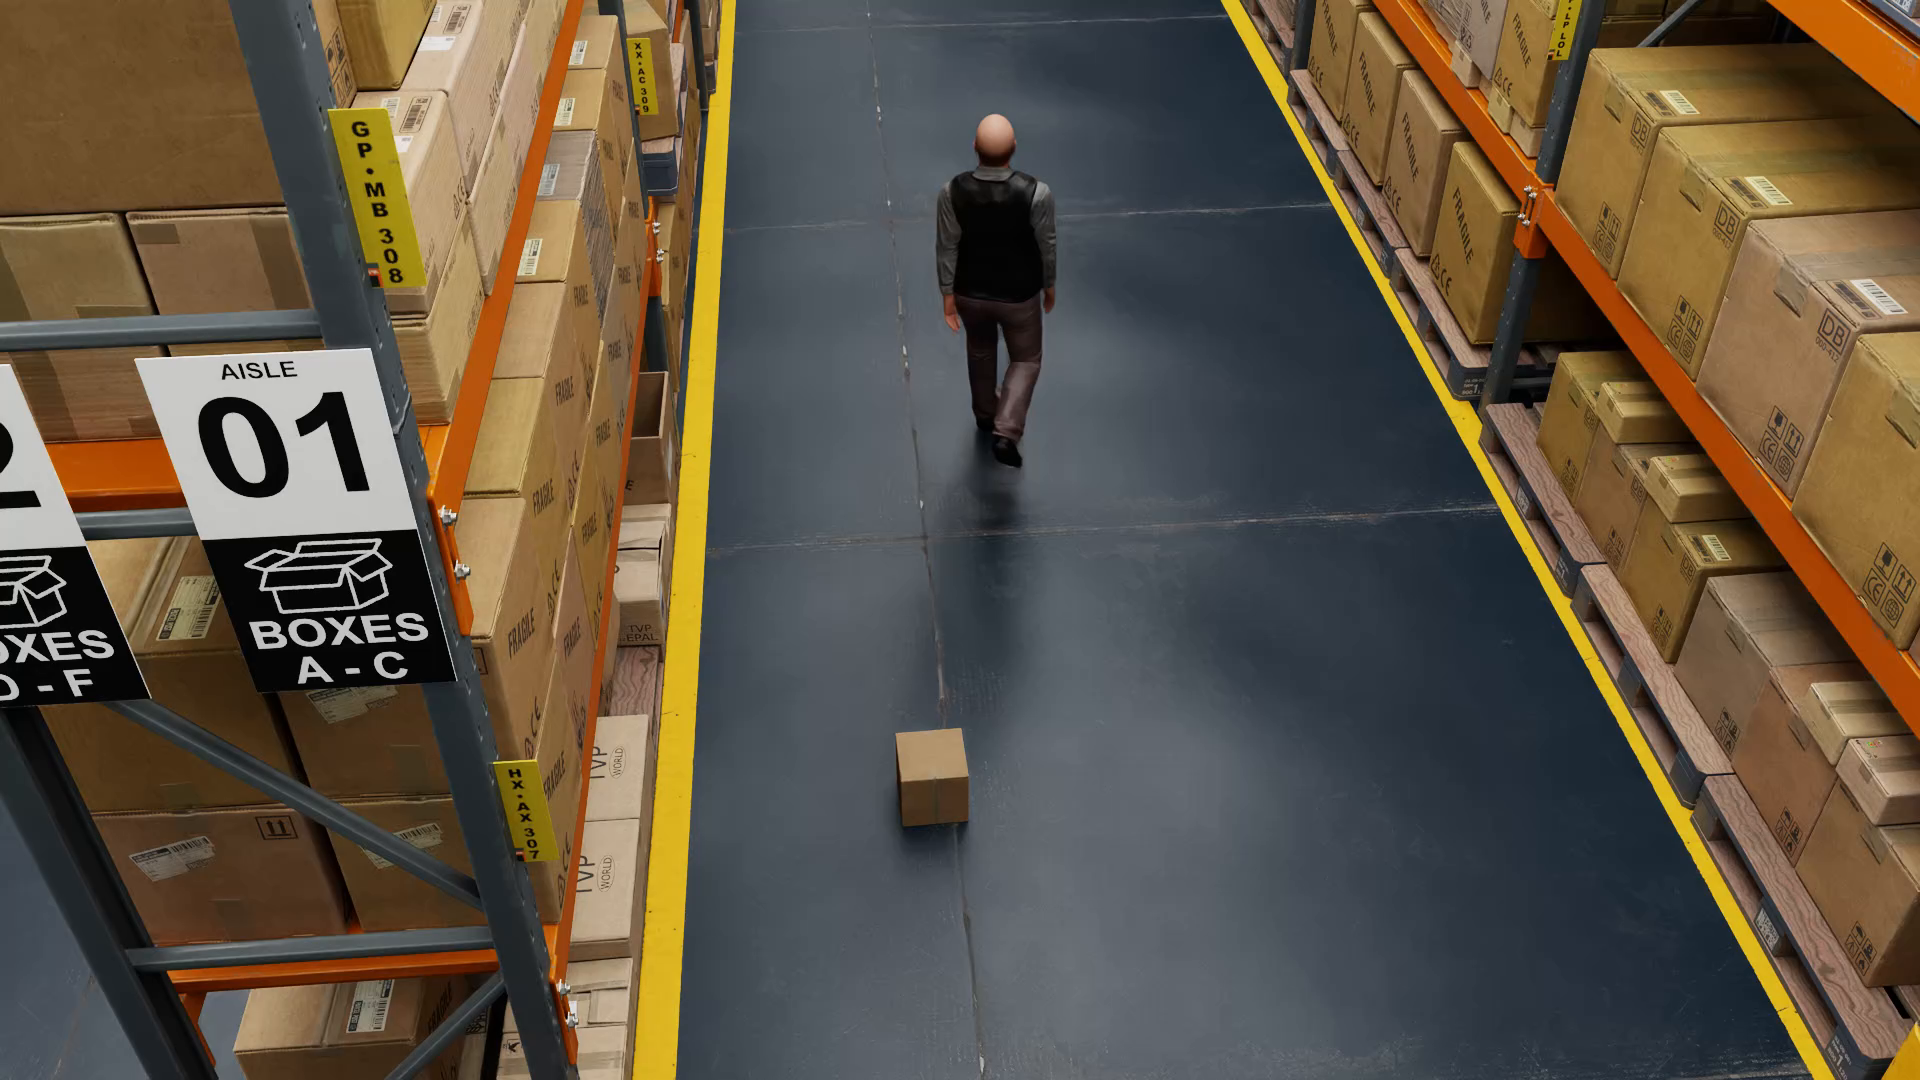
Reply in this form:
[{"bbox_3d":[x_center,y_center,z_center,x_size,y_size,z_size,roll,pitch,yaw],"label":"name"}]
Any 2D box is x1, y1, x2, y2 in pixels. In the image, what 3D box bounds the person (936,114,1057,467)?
[{"bbox_3d":[0.162,-1.123,7.548,0.531,1.694,0.821,7,39,9],"label":"person"}]
